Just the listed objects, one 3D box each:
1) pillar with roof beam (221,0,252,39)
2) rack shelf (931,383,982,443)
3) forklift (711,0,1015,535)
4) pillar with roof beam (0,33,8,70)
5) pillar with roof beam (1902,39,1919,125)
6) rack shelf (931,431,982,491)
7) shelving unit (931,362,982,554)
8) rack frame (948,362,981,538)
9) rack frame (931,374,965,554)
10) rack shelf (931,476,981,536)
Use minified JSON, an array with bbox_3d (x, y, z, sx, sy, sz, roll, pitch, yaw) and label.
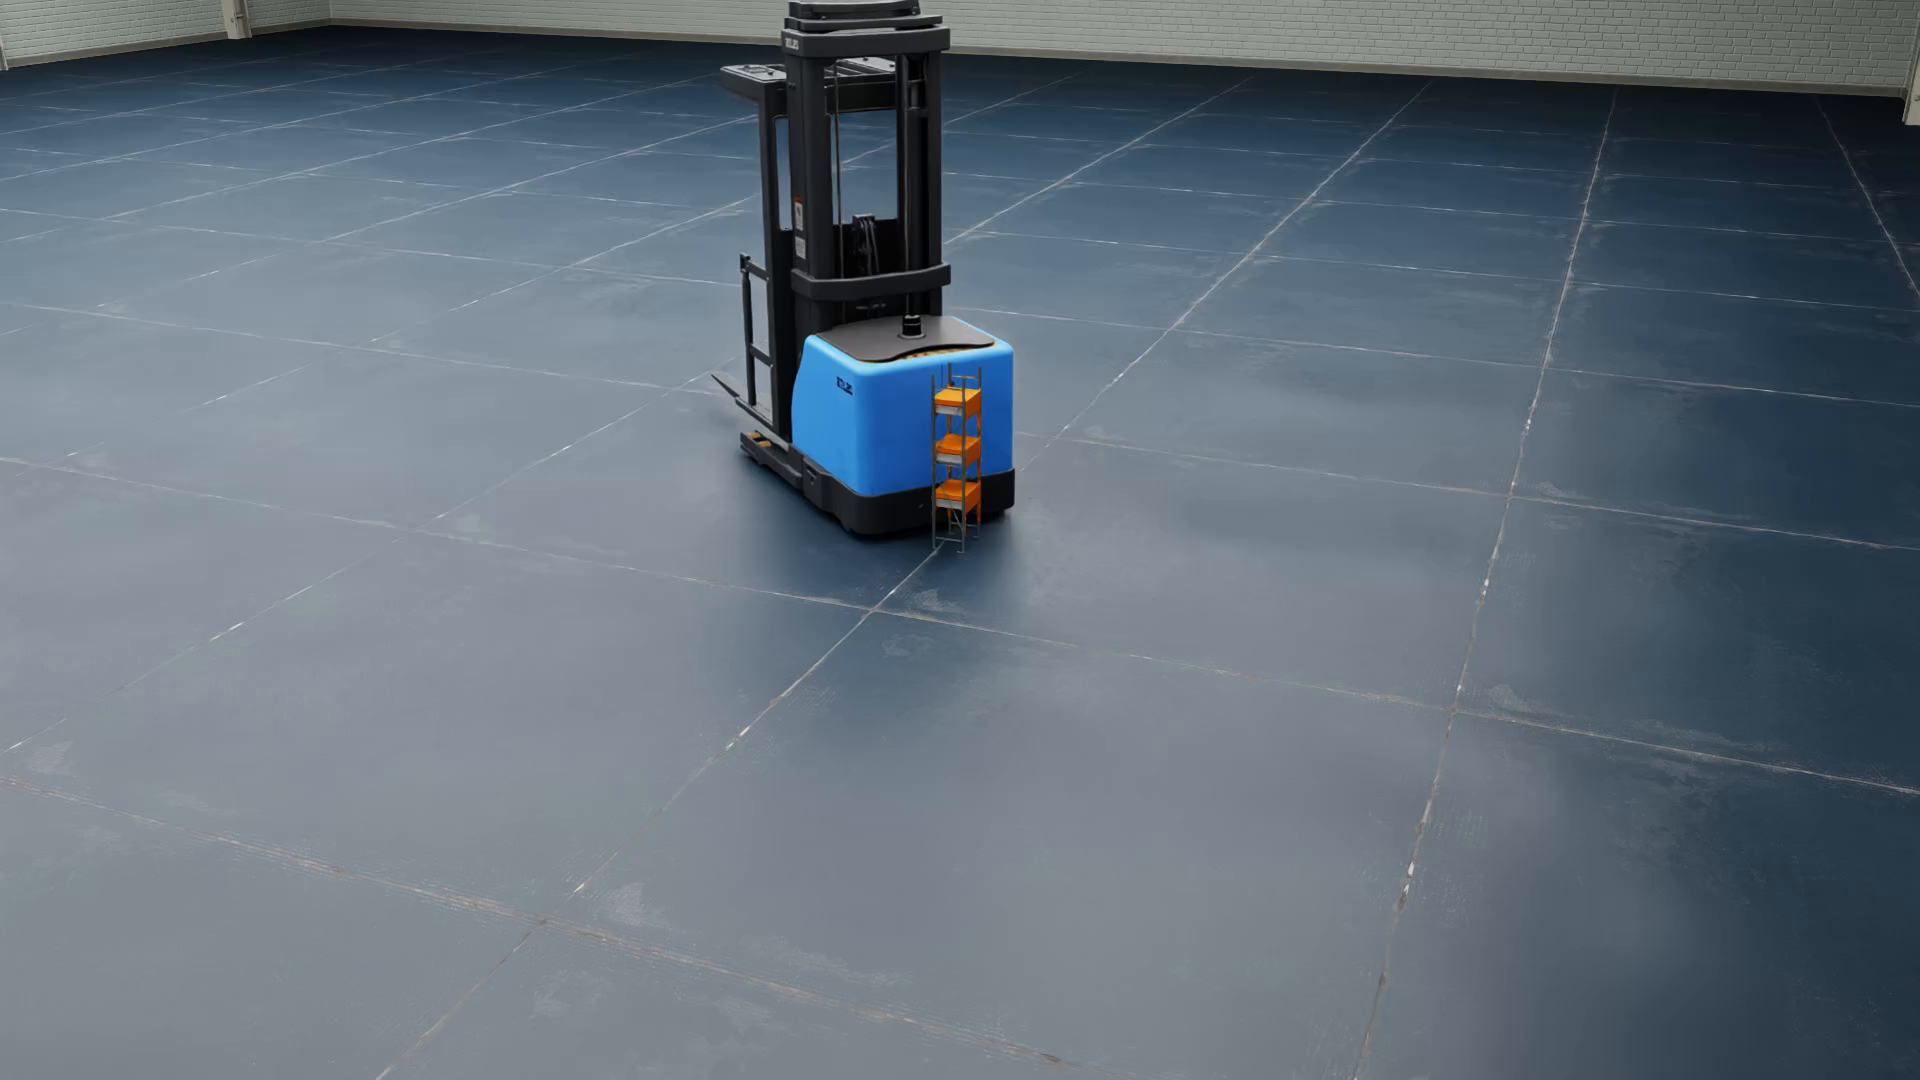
[{"bbox_3d":[-11.242,-14.157,31.968,9.100,9.000,0.400,9,24,20],"label":"pillar with roof beam"},{"bbox_3d":[-0.020,-0.717,9.397,0.215,0.259,0.240,9,24,20],"label":"rack shelf"},{"bbox_3d":[-0.805,-1.910,10.520,1.130,2.935,3.031,-12,25,-26],"label":"forklift"},{"bbox_3d":[-13.471,-12.010,26.828,9.100,9.000,0.400,9,24,20],"label":"pillar with roof beam"},{"bbox_3d":[10.010,-10.880,24.123,9.100,9.000,0.400,9,24,20],"label":"pillar with roof beam"},{"bbox_3d":[-0.020,-0.456,9.506,0.215,0.259,0.240,9,24,20],"label":"rack shelf"},{"bbox_3d":[-0.020,-0.465,9.502,0.215,1.050,0.252,9,24,20],"label":"shelving unit"},{"bbox_3d":[0.025,-0.509,9.606,0.200,1.050,0.008,9,24,20],"label":"rack frame"},{"bbox_3d":[-0.065,-0.422,9.397,0.200,1.050,0.008,9,24,20],"label":"rack frame"},{"bbox_3d":[-0.020,-0.199,9.613,0.215,0.259,0.240,9,24,20],"label":"rack shelf"}]
